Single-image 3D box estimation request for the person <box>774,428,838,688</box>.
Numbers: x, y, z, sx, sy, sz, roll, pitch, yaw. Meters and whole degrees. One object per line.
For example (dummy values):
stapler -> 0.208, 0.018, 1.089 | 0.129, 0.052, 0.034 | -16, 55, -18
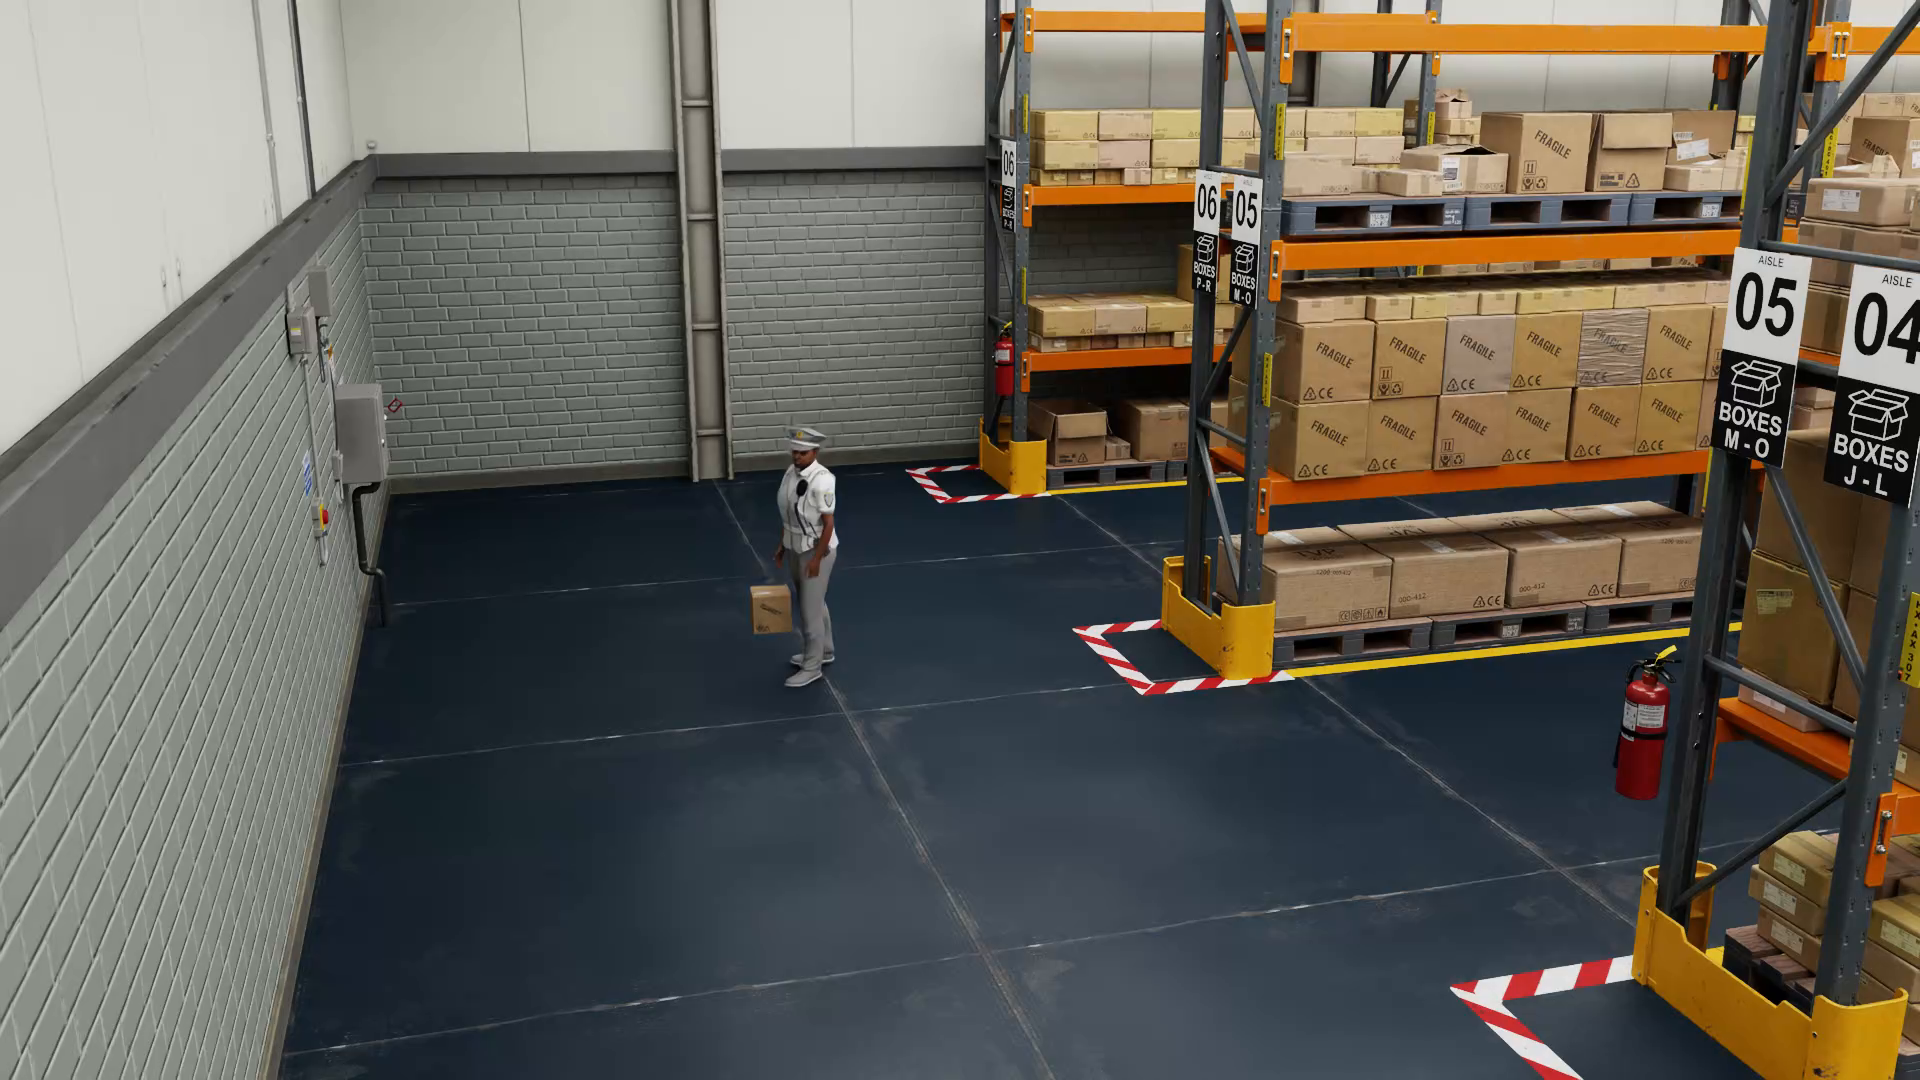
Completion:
person -> -0.994, 0.082, 10.714 | 0.504, 1.675, 0.481 | -11, 20, -34
